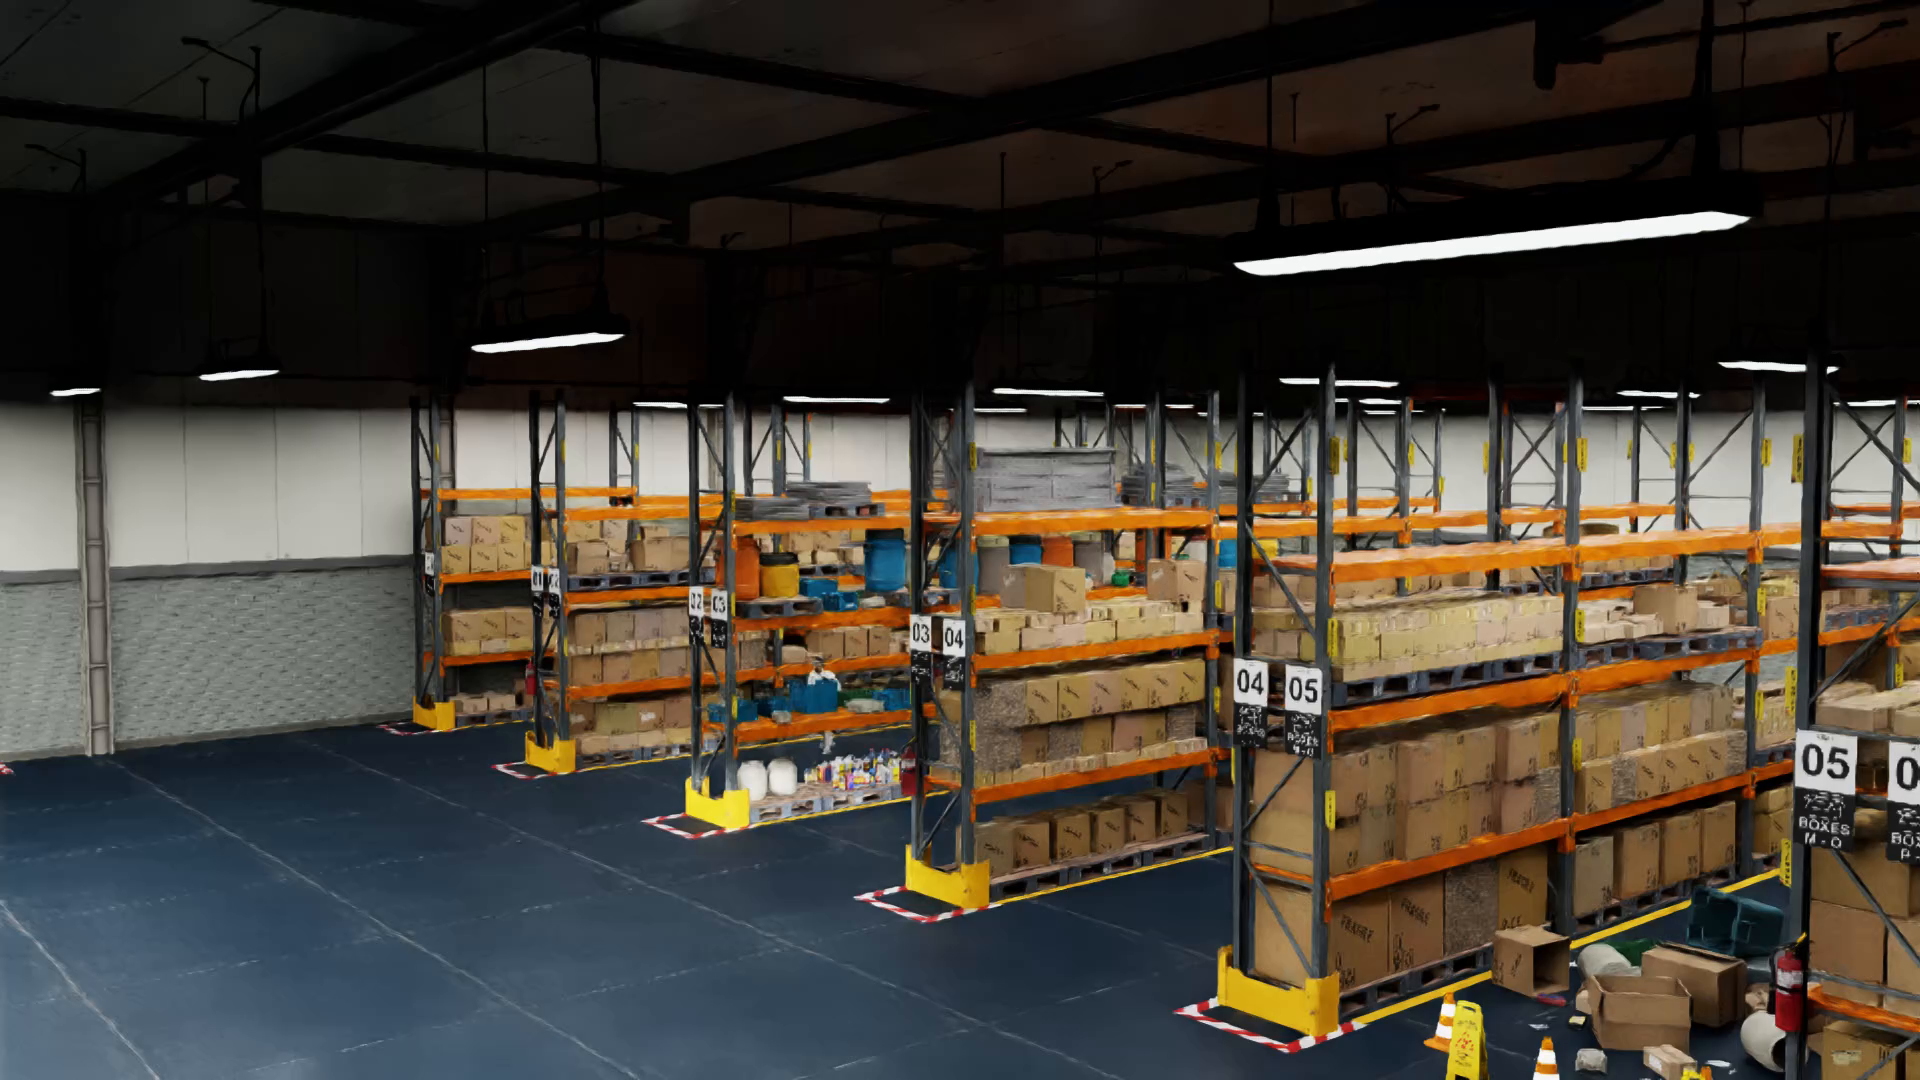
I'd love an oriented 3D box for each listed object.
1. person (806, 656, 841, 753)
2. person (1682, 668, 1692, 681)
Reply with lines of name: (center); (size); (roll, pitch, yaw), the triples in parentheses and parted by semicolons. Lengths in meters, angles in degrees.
person: (-2.255, 2.713, 27.767); (0.638, 1.607, 0.814); (2, 4, 33)
person: (11.474, 2.708, 26.436); (0.389, 1.771, 0.625); (3, 5, 44)
